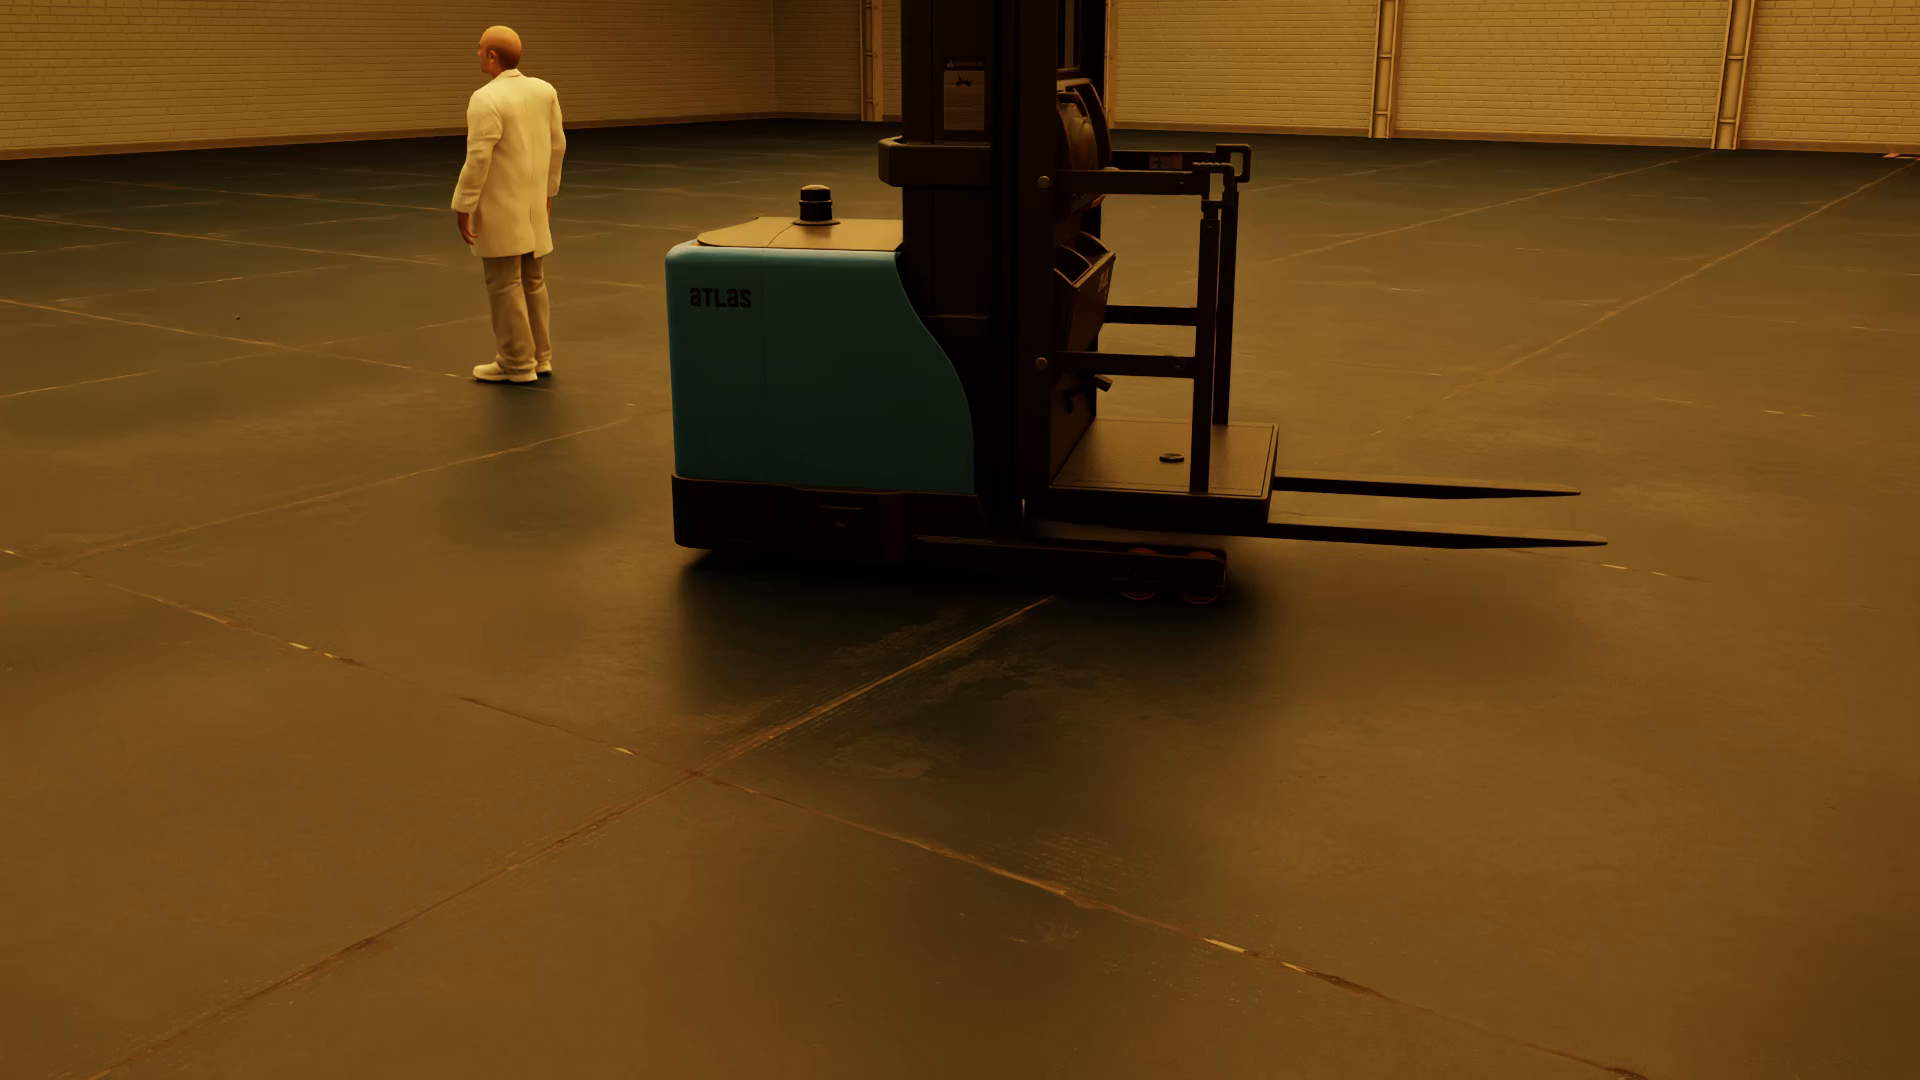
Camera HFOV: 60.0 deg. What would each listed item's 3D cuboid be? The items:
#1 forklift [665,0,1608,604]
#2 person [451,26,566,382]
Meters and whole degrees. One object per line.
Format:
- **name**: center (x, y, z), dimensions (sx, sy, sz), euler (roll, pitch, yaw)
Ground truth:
- **forklift**: center (0.595, -1.367, 5.404), dimensions (3.031, 2.935, 1.130), euler (4, 17, 12)
- **person**: center (-2.371, -1.700, 8.509), dimensions (0.575, 1.779, 0.693), euler (10, 19, 29)
